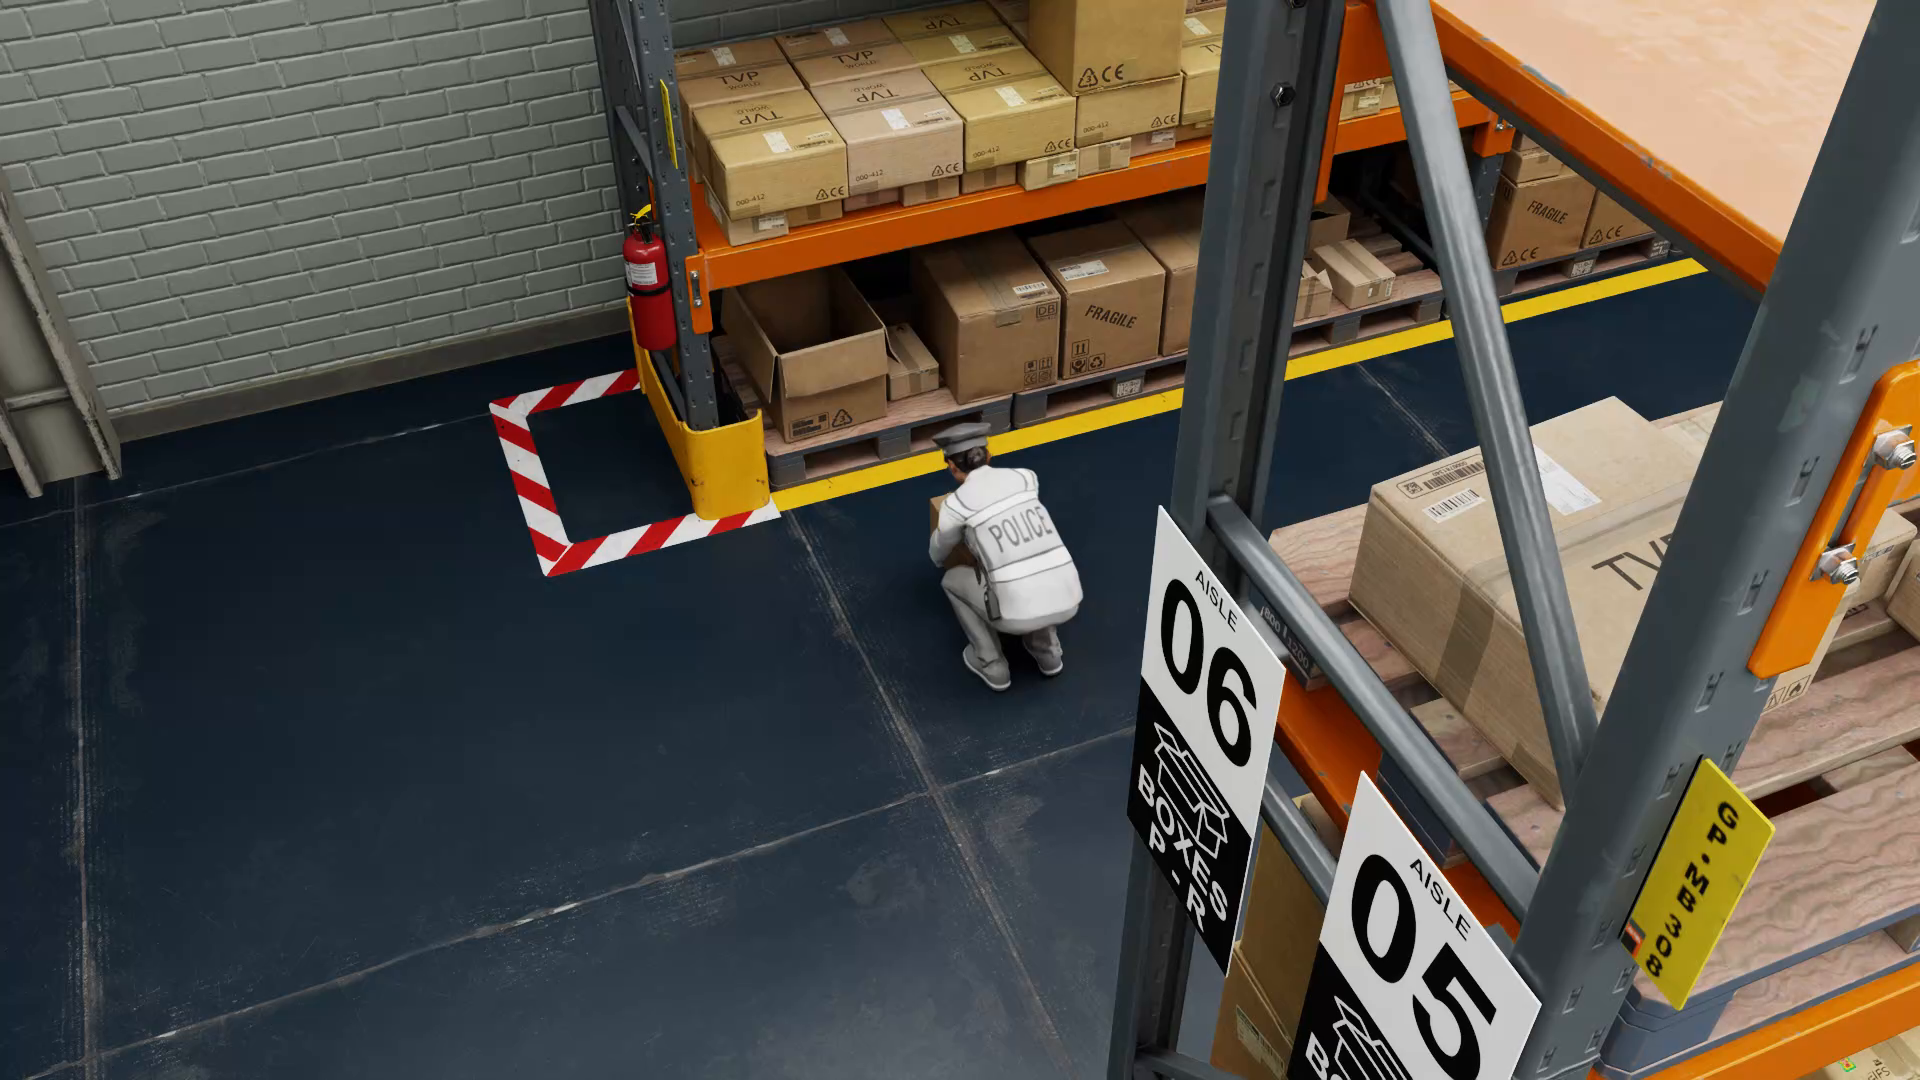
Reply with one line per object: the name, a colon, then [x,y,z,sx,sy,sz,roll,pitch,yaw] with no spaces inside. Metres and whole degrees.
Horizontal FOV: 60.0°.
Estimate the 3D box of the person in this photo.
person: [0.161,0.059,6.616,0.462,0.979,0.857,-16,45,-17]
